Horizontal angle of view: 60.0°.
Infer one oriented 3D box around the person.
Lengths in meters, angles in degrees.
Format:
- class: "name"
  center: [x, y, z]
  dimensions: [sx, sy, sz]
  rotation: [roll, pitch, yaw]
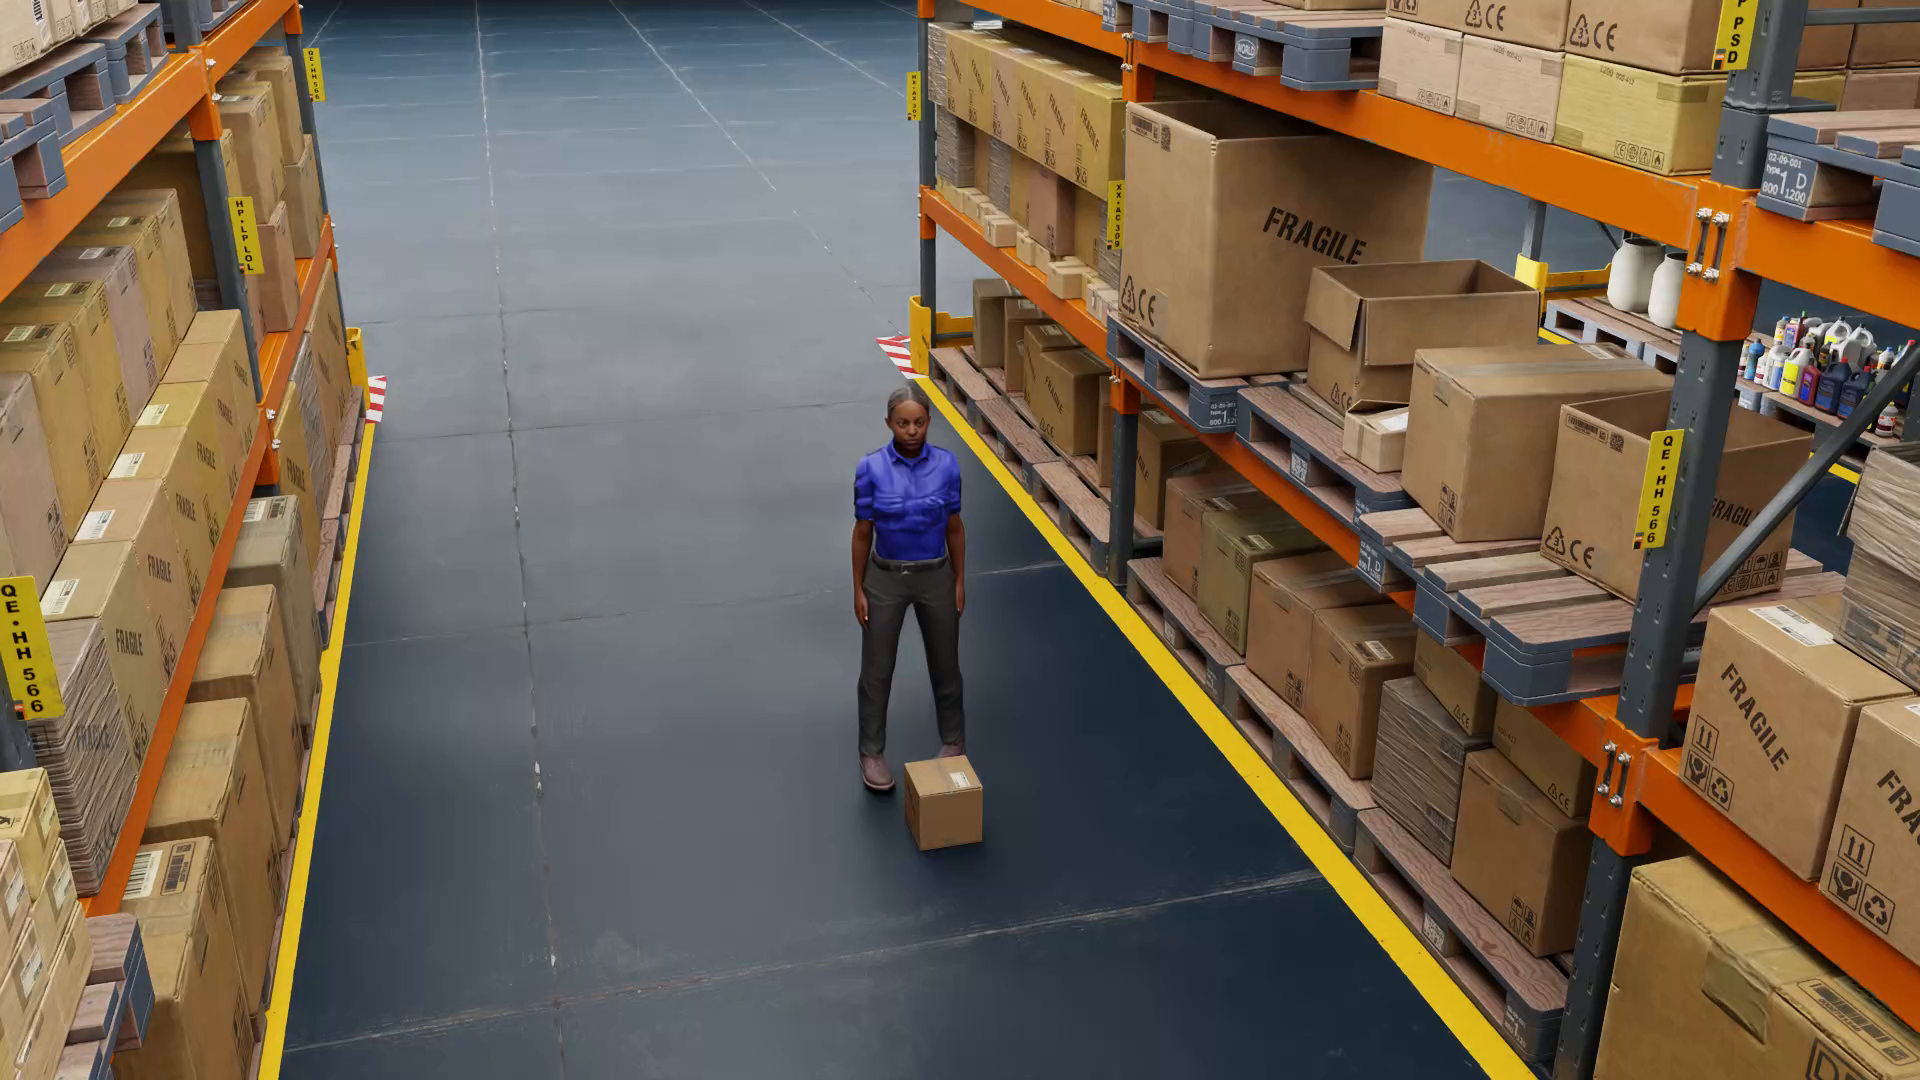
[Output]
- class: "person"
  center: [-0.192, 0.196, 6.632]
  dimensions: [0.468, 1.656, 0.362]
  rotation: [-3, 23, -8]
